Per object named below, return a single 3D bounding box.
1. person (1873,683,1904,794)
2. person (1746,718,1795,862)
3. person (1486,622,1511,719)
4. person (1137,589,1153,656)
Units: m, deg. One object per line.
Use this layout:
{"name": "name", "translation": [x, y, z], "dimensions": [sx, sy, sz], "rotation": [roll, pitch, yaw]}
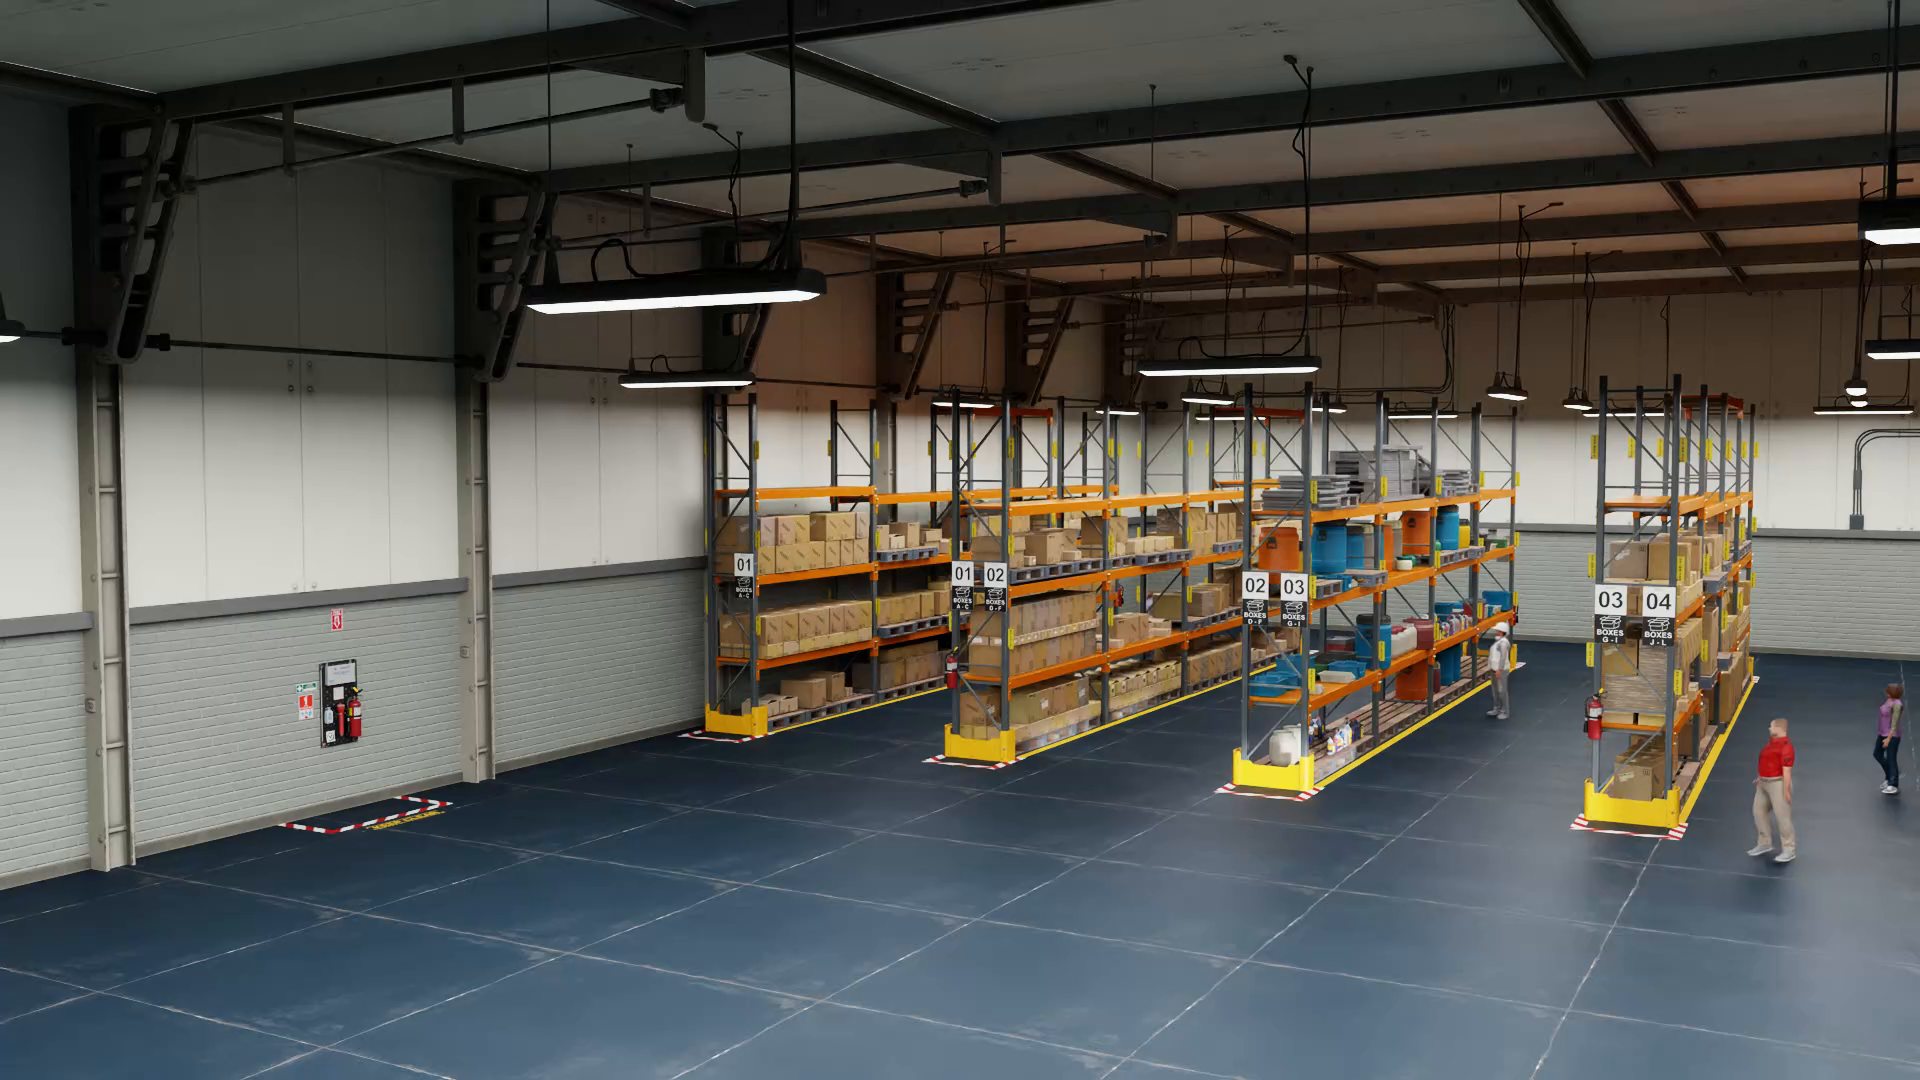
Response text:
{"name": "person", "translation": [13.605, 2.906, 24.345], "dimensions": [0.372, 1.570, 0.510], "rotation": [0, 3, 4]}
{"name": "person", "translation": [9.953, 3.045, 20.372], "dimensions": [0.393, 1.774, 0.701], "rotation": [0, 3, -7]}
{"name": "person", "translation": [10.121, 2.442, 31.177], "dimensions": [0.393, 1.802, 0.521], "rotation": [-1, 3, -11]}
{"name": "person", "translation": [4.548, 1.996, 40.527], "dimensions": [0.509, 1.610, 0.665], "rotation": [2, 3, 26]}
